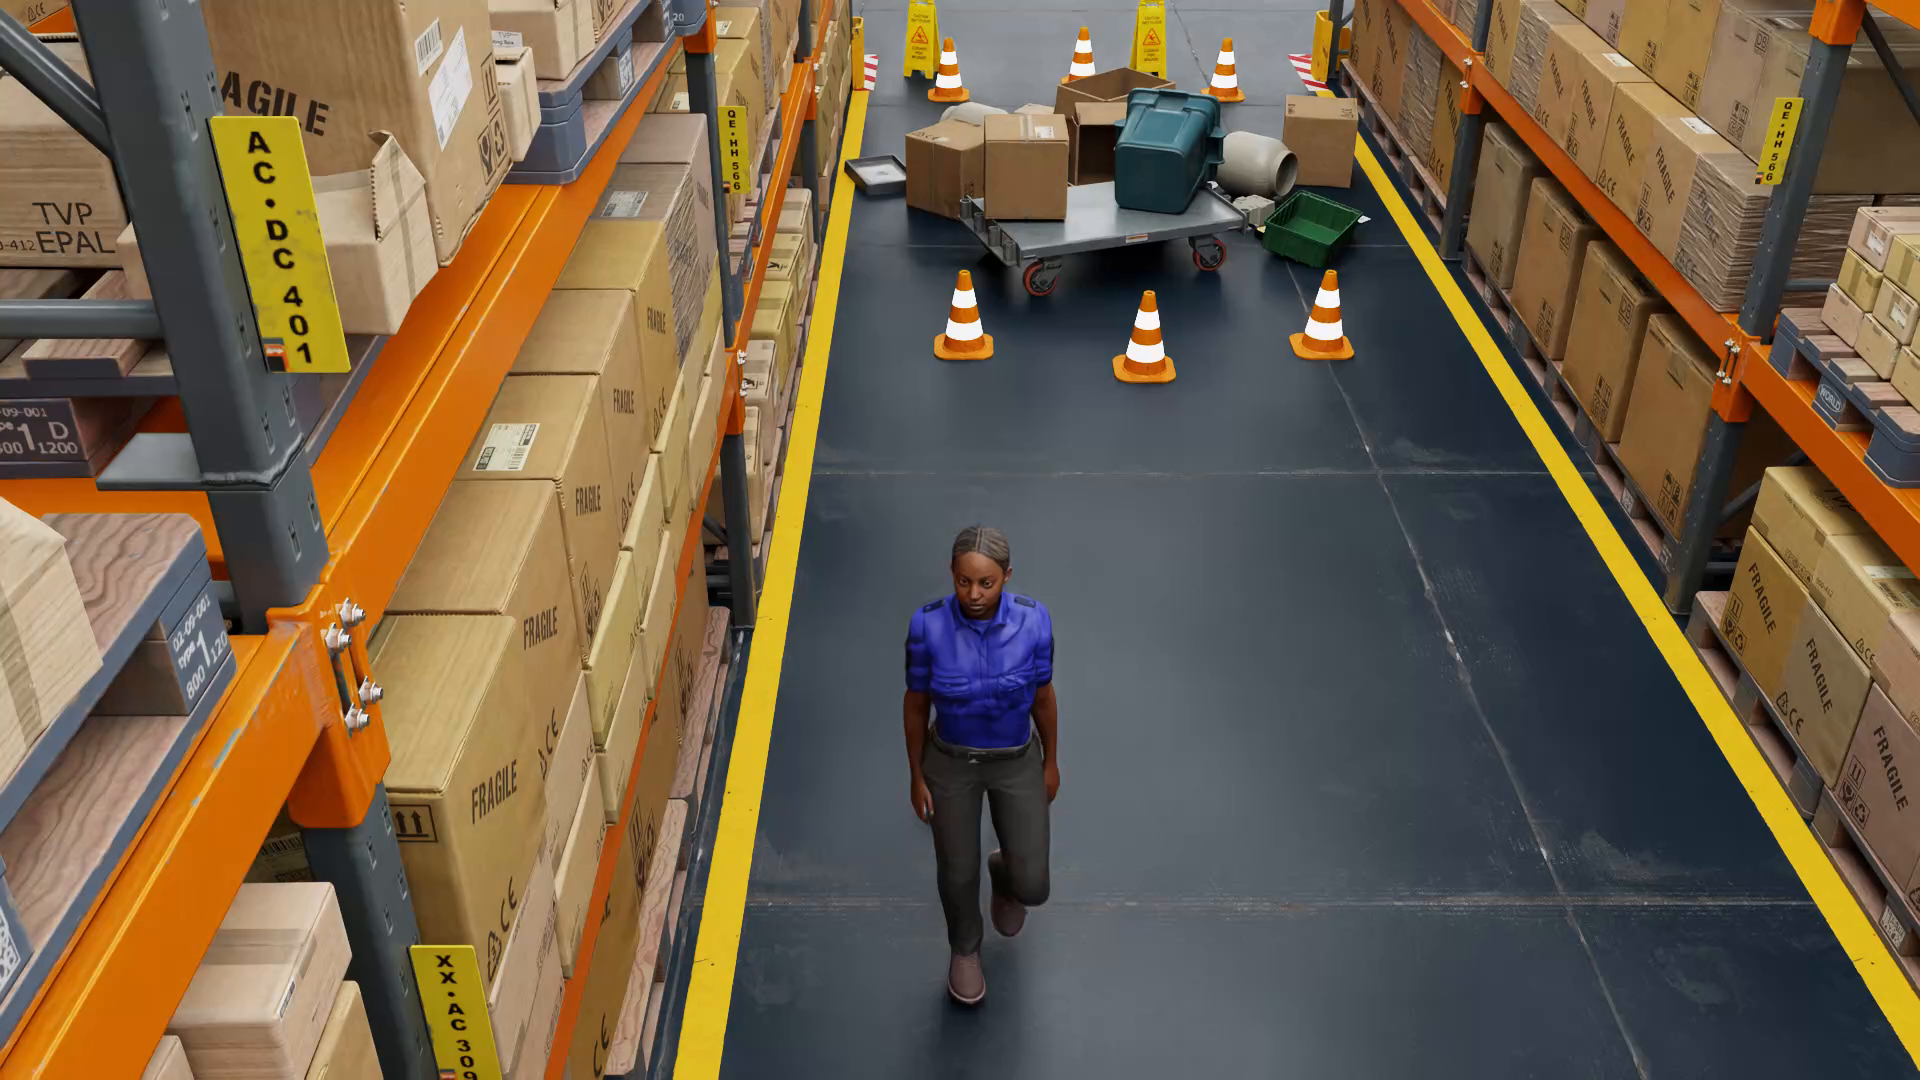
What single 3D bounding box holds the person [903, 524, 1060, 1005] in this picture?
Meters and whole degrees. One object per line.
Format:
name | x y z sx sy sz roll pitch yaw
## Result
person | 0.068 0.672 5.004 0.472 1.651 0.472 0 32 0
